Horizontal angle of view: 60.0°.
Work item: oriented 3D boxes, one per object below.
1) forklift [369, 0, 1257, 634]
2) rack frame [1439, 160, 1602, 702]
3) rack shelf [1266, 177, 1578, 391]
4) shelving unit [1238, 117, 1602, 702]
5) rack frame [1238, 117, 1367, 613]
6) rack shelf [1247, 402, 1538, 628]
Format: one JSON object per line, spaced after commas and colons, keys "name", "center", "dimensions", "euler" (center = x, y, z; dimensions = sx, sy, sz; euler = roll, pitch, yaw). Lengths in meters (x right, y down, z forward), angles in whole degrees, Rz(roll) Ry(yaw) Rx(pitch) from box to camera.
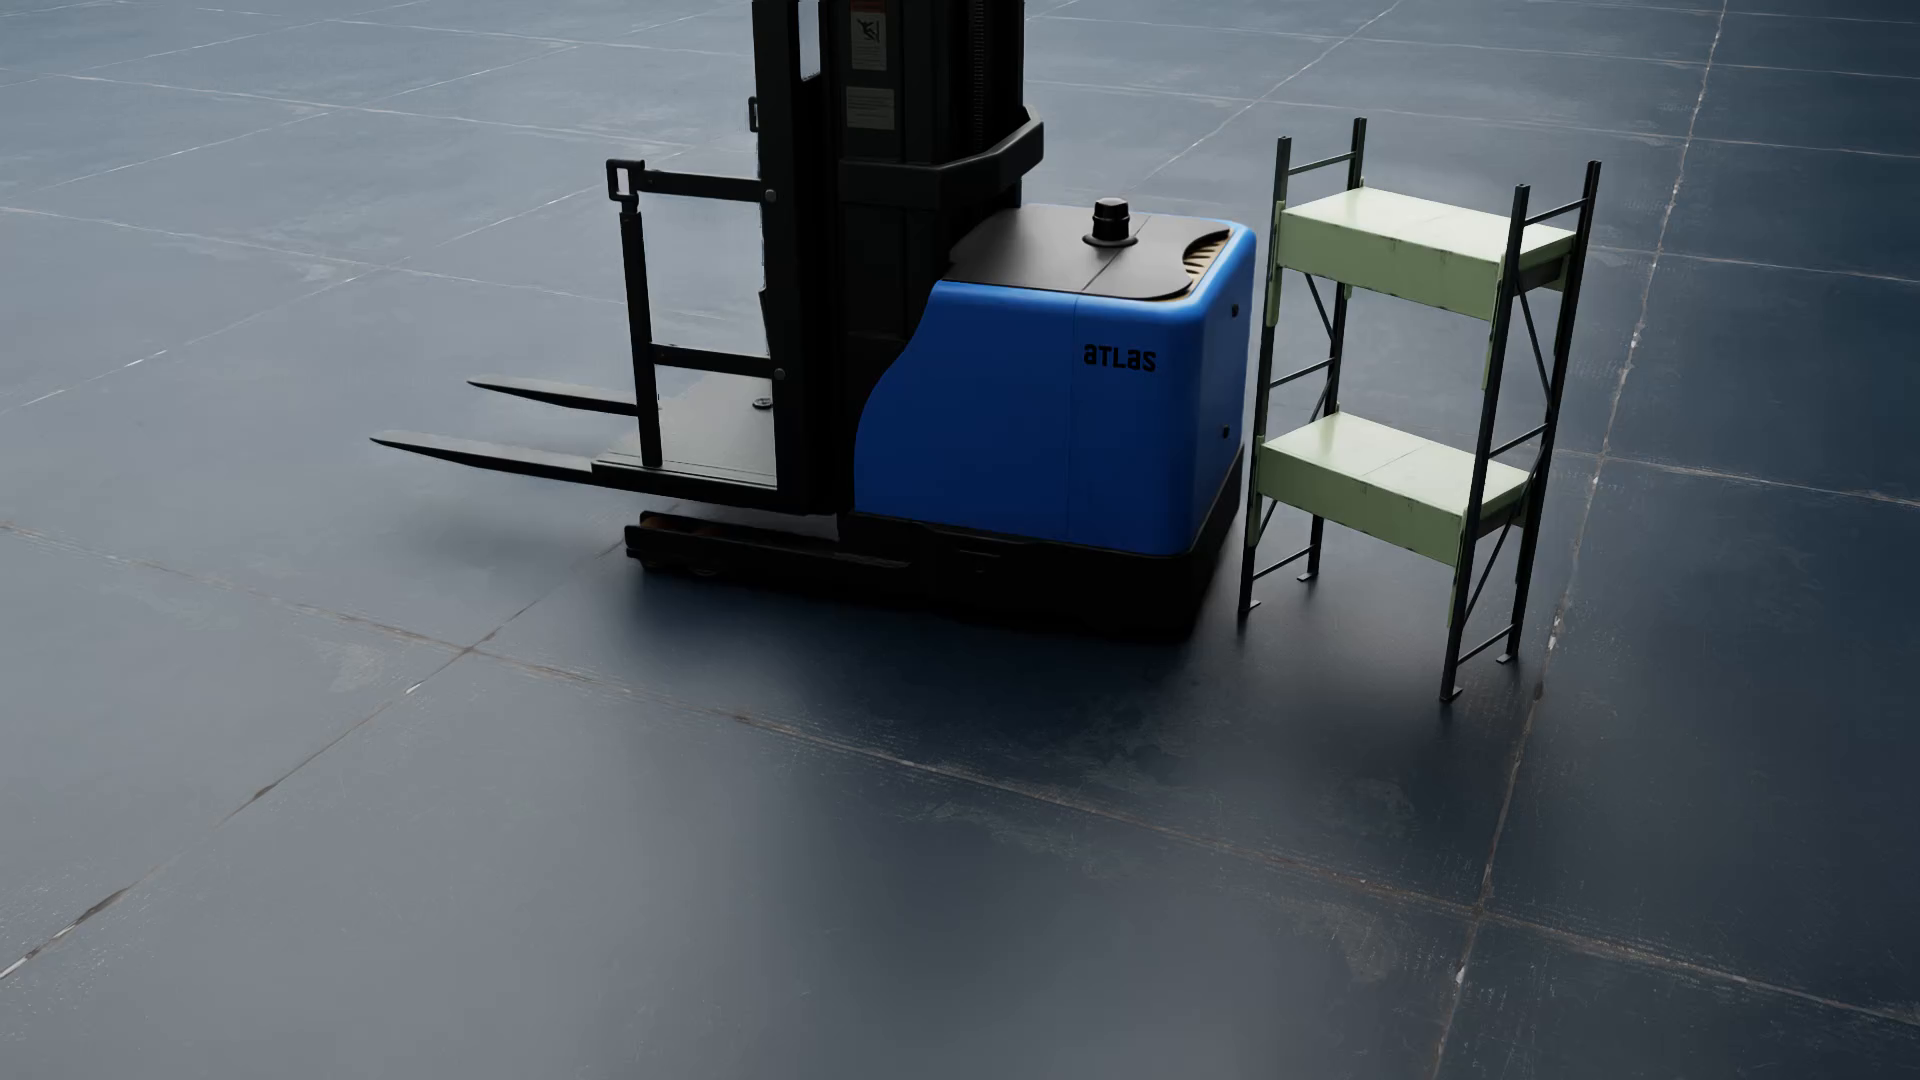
{"name": "forklift", "center": [-0.593, -1.405, 5.286], "dimensions": [3.031, 2.935, 1.130], "euler": [9, 28, 17]}
{"name": "rack frame", "center": [1.540, -0.269, 4.599], "dimensions": [0.400, 1.500, 0.023], "euler": [-23, 34, -38]}
{"name": "rack shelf", "center": [1.289, -0.737, 4.665], "dimensions": [0.431, 0.370, 0.720], "euler": [-23, 34, -38]}
{"name": "shelving unit", "center": [1.289, -0.387, 4.838], "dimensions": [0.431, 1.500, 0.755], "euler": [-23, 34, -38]}
{"name": "rack frame", "center": [1.038, -0.504, 5.077], "dimensions": [0.400, 1.500, 0.023], "euler": [-23, 34, -38]}
{"name": "rack shelf", "center": [1.289, -0.094, 4.982], "dimensions": [0.431, 0.370, 0.720], "euler": [-23, 34, -38]}
